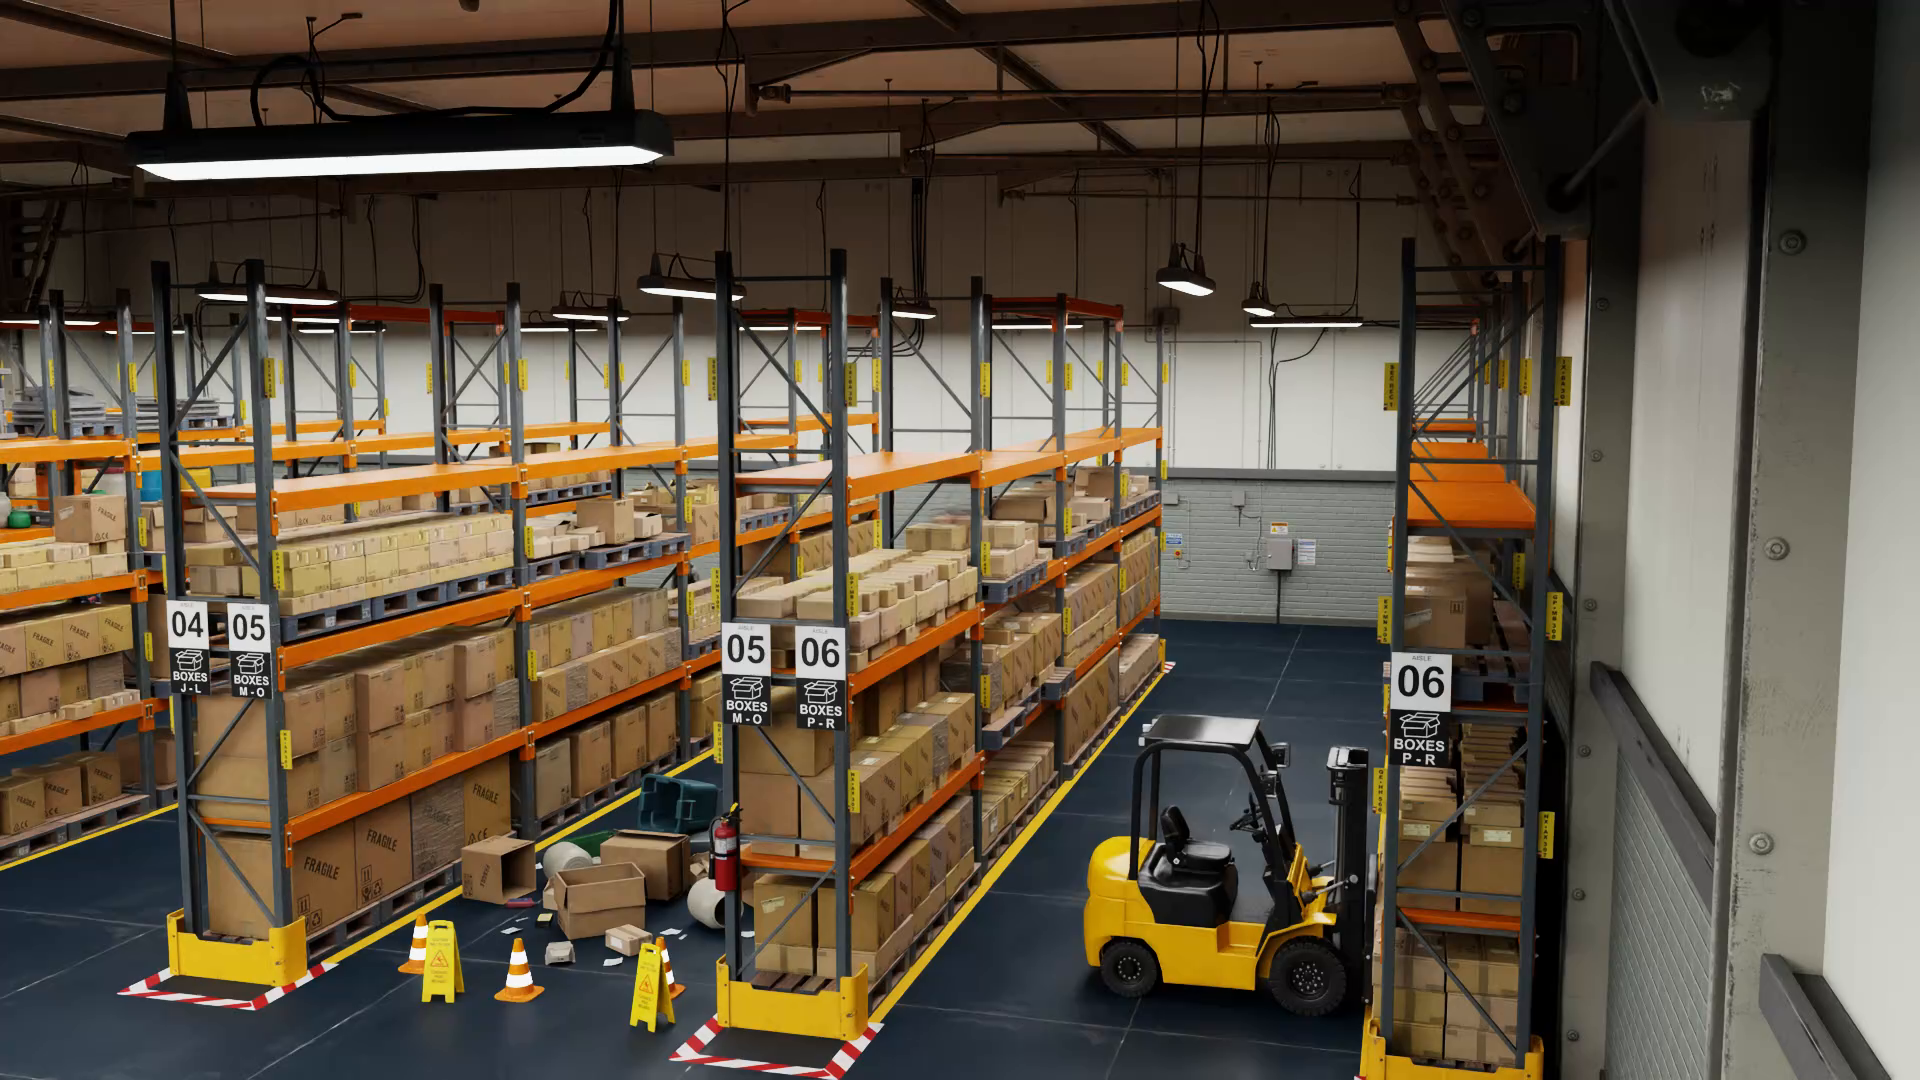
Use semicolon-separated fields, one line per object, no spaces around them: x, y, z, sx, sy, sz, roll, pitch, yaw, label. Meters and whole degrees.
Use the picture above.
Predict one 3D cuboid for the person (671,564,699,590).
-5.138;1.044;30.968;0.601;1.663;1.080;1;6;6;person
